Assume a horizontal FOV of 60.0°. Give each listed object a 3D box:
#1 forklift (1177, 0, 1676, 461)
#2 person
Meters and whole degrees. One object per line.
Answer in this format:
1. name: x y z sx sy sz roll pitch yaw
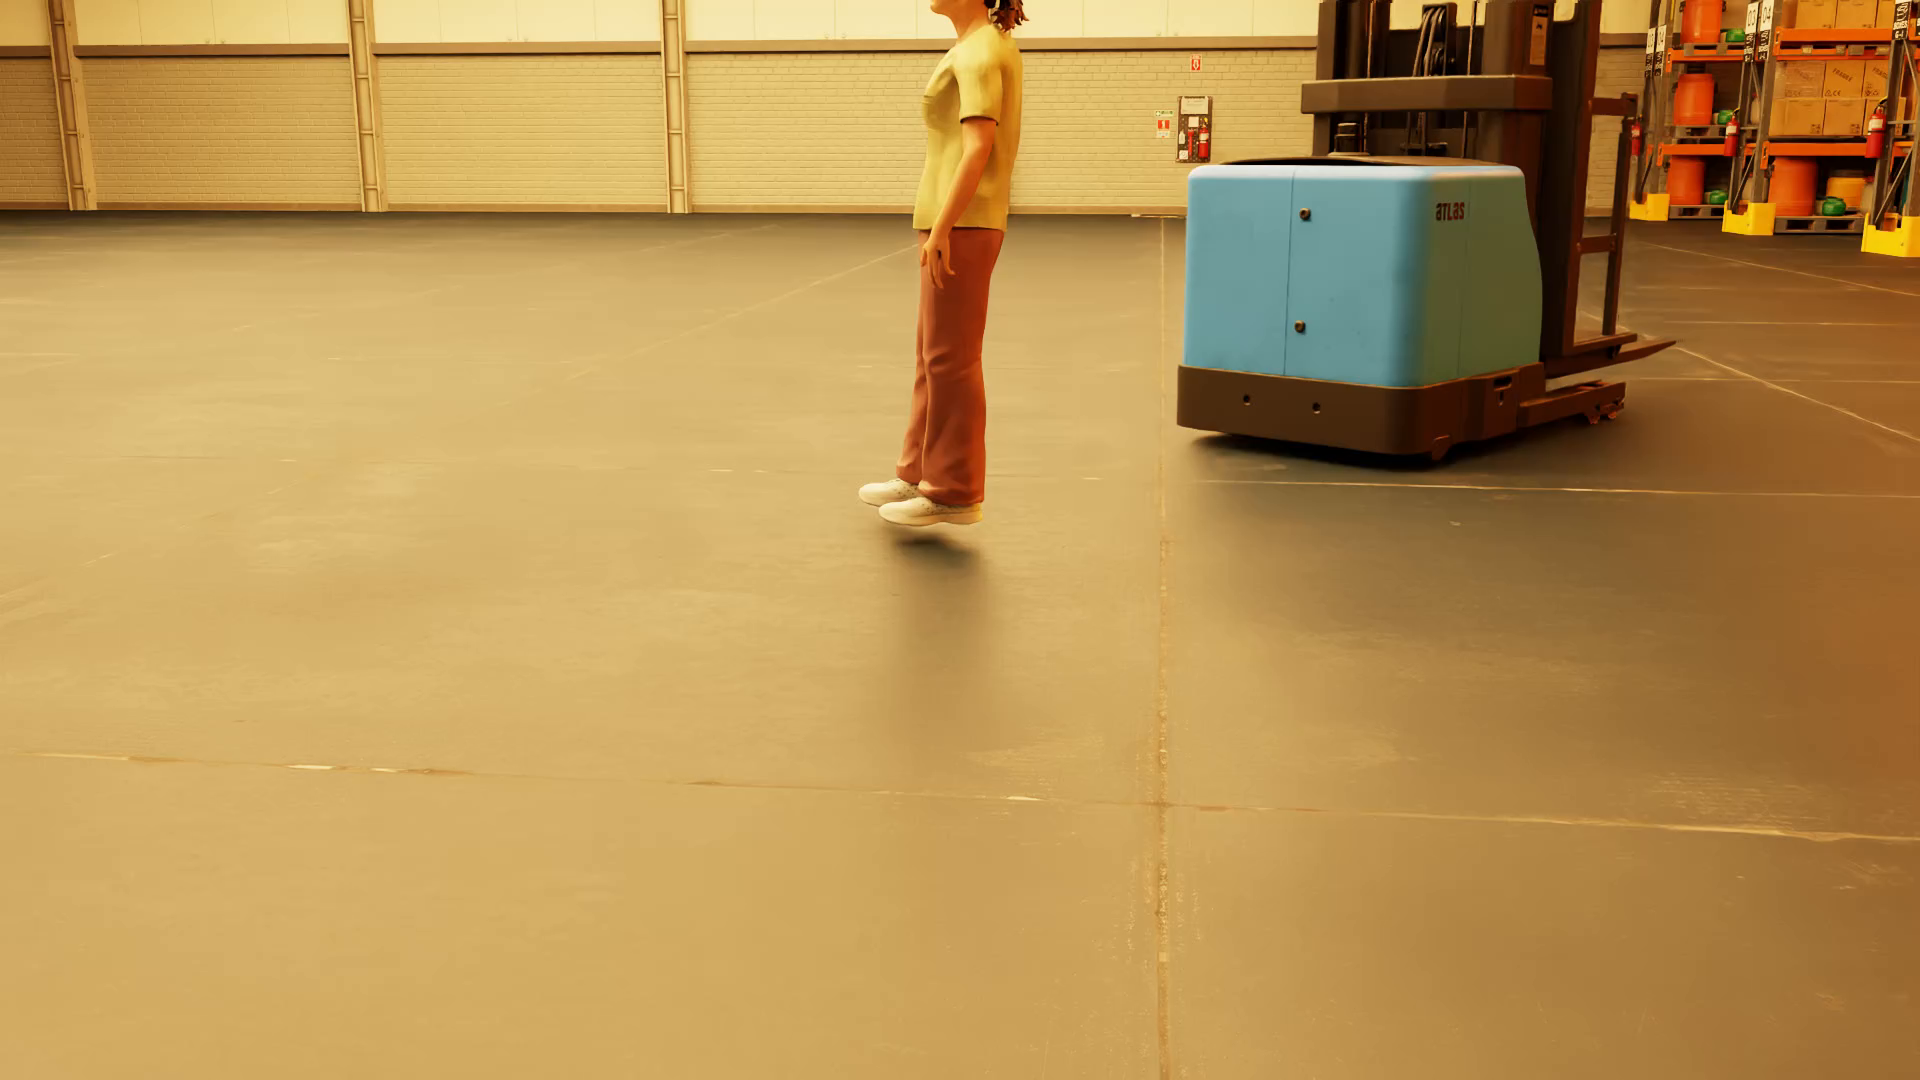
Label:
1. forklift: 2.229 -1.984 6.994 1.130 2.935 3.031 12 18 42
2. person: -0.072 -0.867 4.765 0.547 1.673 0.553 2 13 7
